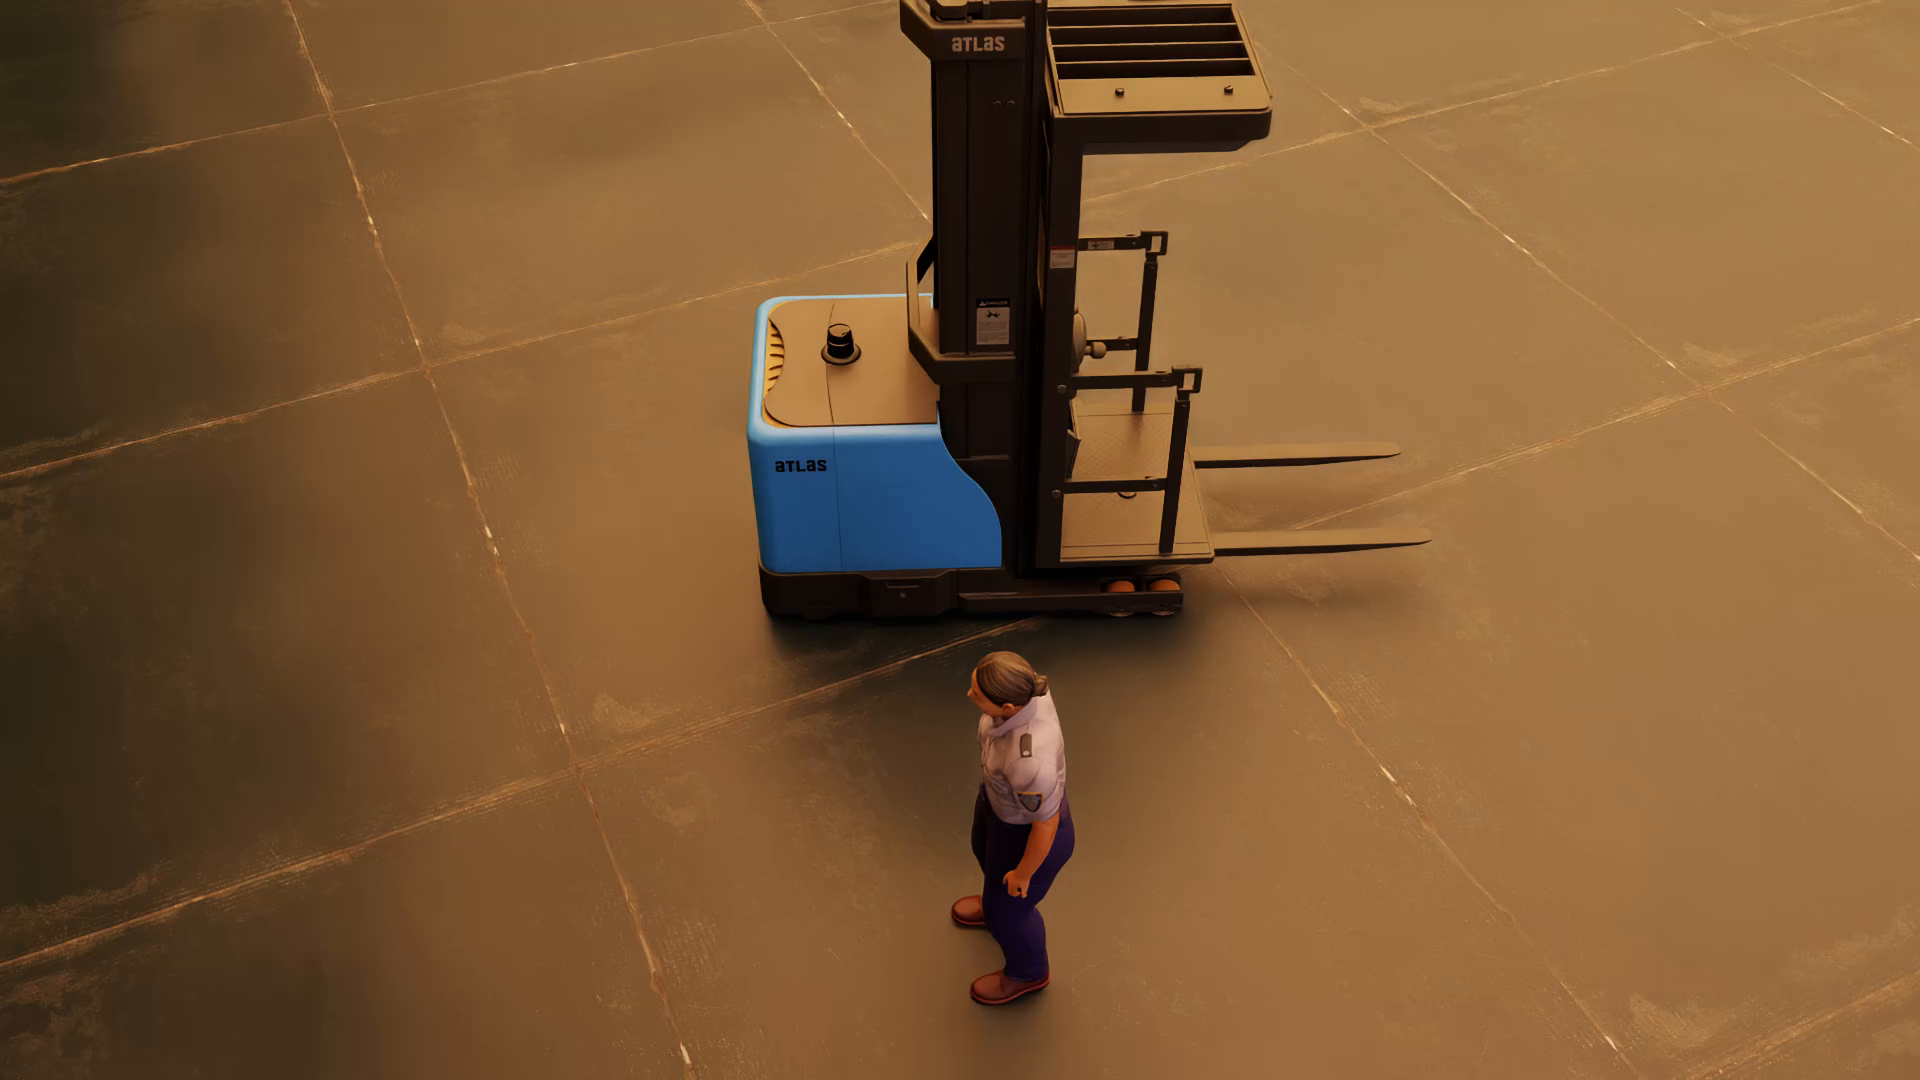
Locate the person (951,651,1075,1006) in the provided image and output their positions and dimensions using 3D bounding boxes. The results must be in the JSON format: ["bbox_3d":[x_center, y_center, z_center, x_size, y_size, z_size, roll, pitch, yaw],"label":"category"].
[{"bbox_3d":[0.182,0.941,5.615,0.387,1.646,0.551,-5,43,-5],"label":"person"}]

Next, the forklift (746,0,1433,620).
[{"bbox_3d":[0.610,-1.090,6.848,3.031,2.935,1.130,-2,43,-2],"label":"forklift"}]
